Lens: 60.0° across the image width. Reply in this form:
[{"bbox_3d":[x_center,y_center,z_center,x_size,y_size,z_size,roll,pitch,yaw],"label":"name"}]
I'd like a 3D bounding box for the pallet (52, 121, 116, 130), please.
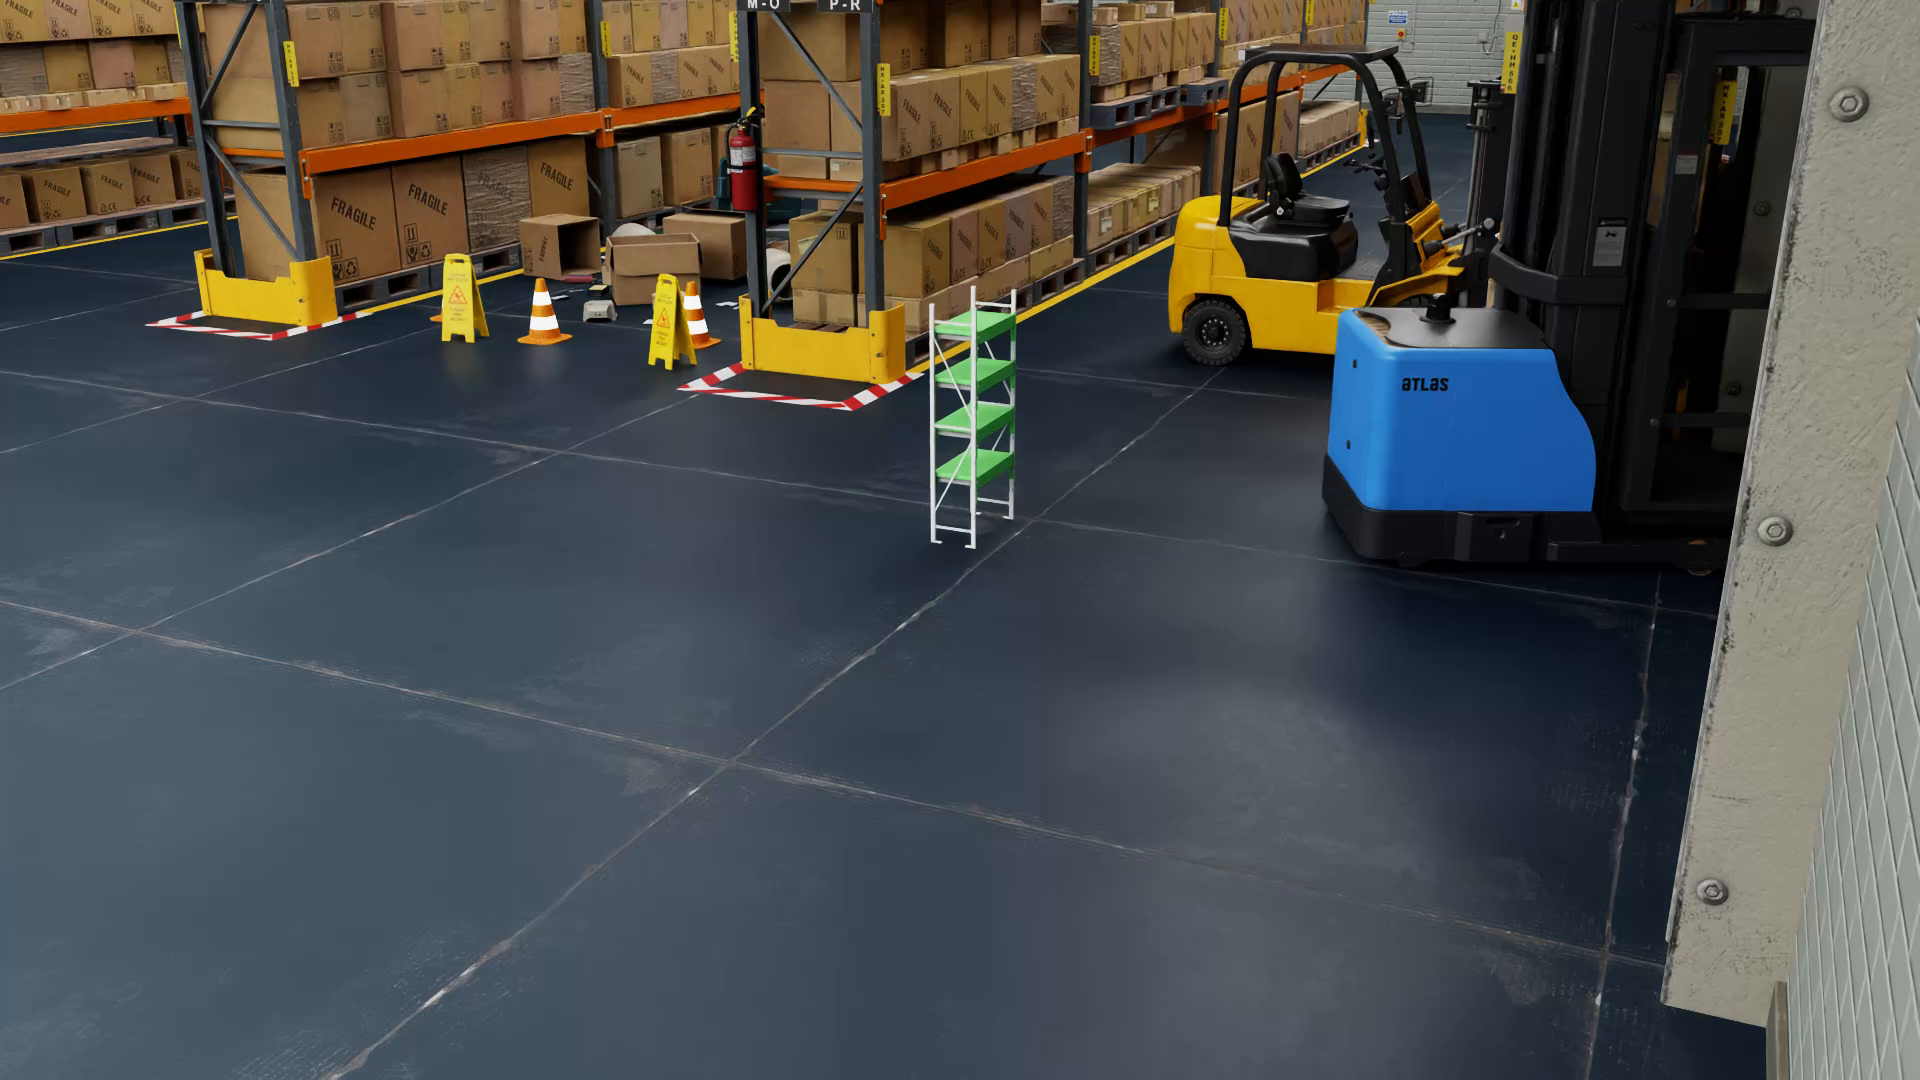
[{"bbox_3d":[-14.951,-7.022,27.763,1.003,0.211,1.213,9,21,23],"label":"pallet"}]

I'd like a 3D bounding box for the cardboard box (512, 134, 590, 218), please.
[{"bbox_3d":[-4.232,-3.461,16.132,0.875,0.875,0.875,9,21,24],"label":"cardboard box"}]

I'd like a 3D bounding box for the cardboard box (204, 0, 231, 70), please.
[{"bbox_3d":[-7.941,-5.863,18.818,1.000,1.000,1.000,9,21,23],"label":"cardboard box"}]

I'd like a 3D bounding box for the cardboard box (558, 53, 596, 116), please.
[{"bbox_3d":[-4.051,-4.403,16.013,0.875,0.550,0.550,9,21,23],"label":"cardboard box"}]

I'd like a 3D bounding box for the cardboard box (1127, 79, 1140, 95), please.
[{"bbox_3d":[1.461,-4.249,15.551,0.380,0.149,0.250,9,21,24],"label":"cardboard box"}]

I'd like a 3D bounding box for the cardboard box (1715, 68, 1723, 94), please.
[{"bbox_3d":[4.502,-2.845,10.292,0.380,0.149,0.250,8,21,21],"label":"cardboard box"}]

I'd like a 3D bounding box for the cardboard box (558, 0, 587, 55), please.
[{"bbox_3d":[-4.093,-4.918,15.850,0.875,0.550,0.550,9,21,23],"label":"cardboard box"}]

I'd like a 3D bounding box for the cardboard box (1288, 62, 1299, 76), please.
[{"bbox_3d":[3.969,-6.002,20.956,0.500,0.250,0.500,8,21,21],"label":"cardboard box"}]

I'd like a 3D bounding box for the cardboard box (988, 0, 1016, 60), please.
[{"bbox_3d":[0.039,-4.199,13.577,0.700,0.500,0.500,9,21,23],"label":"cardboard box"}]

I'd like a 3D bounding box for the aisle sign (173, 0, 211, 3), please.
[{"bbox_3d":[-5.851,-4.469,12.541,0.394,0.787,0.004,9,21,23],"label":"aisle sign"}]

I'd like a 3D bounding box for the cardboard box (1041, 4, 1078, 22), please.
[{"bbox_3d":[0.900,-4.874,15.372,0.380,0.149,0.250,8,21,21],"label":"cardboard box"}]

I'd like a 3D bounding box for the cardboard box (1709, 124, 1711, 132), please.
[{"bbox_3d":[4.188,-2.219,9.945,0.500,0.500,0.500,9,22,24],"label":"cardboard box"}]

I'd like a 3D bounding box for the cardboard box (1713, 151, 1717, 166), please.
[{"bbox_3d":[7.446,-3.861,16.849,0.380,0.149,0.250,9,22,24],"label":"cardboard box"}]

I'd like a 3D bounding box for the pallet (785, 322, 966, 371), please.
[{"bbox_3d":[-0.595,-1.529,12.316,1.003,0.211,1.213,9,21,23],"label":"pallet"}]

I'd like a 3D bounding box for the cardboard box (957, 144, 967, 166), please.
[{"bbox_3d":[-0.169,-2.837,12.208,0.380,0.149,0.250,9,22,24],"label":"cardboard box"}]

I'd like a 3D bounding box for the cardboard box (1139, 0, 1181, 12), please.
[{"bbox_3d":[2.258,-5.734,18.336,0.500,0.500,0.500,8,21,21],"label":"cardboard box"}]

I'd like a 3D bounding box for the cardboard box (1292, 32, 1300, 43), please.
[{"bbox_3d":[3.964,-6.241,20.882,0.500,0.250,0.500,9,21,23],"label":"cardboard box"}]

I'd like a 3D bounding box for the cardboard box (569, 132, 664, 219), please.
[{"bbox_3d":[-3.739,-3.787,17.234,1.050,0.750,0.750,8,21,22],"label":"cardboard box"}]

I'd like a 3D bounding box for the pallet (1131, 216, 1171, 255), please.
[{"bbox_3d":[1.462,-3.097,16.726,1.003,0.211,1.213,9,21,23],"label":"pallet"}]

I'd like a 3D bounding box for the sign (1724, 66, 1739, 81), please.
[{"bbox_3d":[5.684,-3.488,12.254,0.100,0.325,0.005,9,21,23],"label":"sign"}]

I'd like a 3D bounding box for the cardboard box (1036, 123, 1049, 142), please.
[{"bbox_3d":[0.519,-3.394,13.774,0.380,0.149,0.250,9,21,23],"label":"cardboard box"}]

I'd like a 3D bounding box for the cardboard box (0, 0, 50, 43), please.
[{"bbox_3d":[-9.144,-5.030,15.913,0.500,0.500,0.500,9,21,23],"label":"cardboard box"}]

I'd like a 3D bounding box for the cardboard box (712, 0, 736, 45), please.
[{"bbox_3d":[-2.880,-5.740,18.354,0.700,0.500,0.500,8,21,22],"label":"cardboard box"}]

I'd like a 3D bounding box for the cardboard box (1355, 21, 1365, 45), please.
[{"bbox_3d":[5.604,-7.330,24.318,0.500,0.500,0.500,9,21,23],"label":"cardboard box"}]

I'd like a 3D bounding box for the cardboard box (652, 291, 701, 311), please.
[{"bbox_3d":[-2.298,-1.910,13.481,0.250,0.149,0.380,-14,24,-33],"label":"cardboard box"}]

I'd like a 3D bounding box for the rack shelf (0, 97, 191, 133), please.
[{"bbox_3d":[-9.213,-4.208,16.762,1.077,0.370,4.000,9,21,23],"label":"rack shelf"}]

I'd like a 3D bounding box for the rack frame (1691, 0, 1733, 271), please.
[{"bbox_3d":[5.177,-3.119,12.625,1.000,3.000,0.127,9,21,23],"label":"rack frame"}]

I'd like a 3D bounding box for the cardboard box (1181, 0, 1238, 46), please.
[{"bbox_3d":[2.710,-5.657,18.120,0.500,0.500,0.500,8,21,21],"label":"cardboard box"}]

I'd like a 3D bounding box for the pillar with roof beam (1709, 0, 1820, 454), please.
[{"bbox_3d":[0.718,-5.402,10.093,9.100,9.000,0.400,9,21,23],"label":"pillar with roof beam"}]

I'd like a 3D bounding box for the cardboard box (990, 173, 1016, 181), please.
[{"bbox_3d":[0.159,-2.911,14.398,0.500,0.500,0.500,10,22,25],"label":"cardboard box"}]

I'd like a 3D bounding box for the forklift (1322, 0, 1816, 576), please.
[{"bbox_3d":[3.414,-1.391,7.868,3.031,2.935,1.130,0,20,1],"label":"forklift"}]

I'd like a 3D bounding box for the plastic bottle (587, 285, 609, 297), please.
[{"bbox_3d":[-3.099,-2.145,14.272,0.133,0.061,0.283,1,20,4],"label":"plastic bottle"}]

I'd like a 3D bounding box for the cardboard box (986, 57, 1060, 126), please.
[{"bbox_3d":[0.487,-3.658,13.547,0.500,0.500,0.500,9,22,25],"label":"cardboard box"}]

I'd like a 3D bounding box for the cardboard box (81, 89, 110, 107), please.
[{"bbox_3d":[-8.842,-4.478,16.820,0.380,0.149,0.250,9,21,23],"label":"cardboard box"}]

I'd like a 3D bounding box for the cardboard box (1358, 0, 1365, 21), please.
[{"bbox_3d":[5.580,-7.805,24.161,0.500,0.500,0.500,9,22,24],"label":"cardboard box"}]

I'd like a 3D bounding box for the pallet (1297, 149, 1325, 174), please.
[{"bbox_3d":[4.305,-5.152,22.504,1.003,0.211,1.213,9,21,23],"label":"pallet"}]

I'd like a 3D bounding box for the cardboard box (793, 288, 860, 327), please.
[{"bbox_3d":[-0.896,-1.770,12.308,0.500,0.250,0.500,8,21,22],"label":"cardboard box"}]

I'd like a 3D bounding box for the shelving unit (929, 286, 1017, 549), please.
[{"bbox_3d":[0.068,-0.616,8.273,0.258,1.200,0.503,9,21,23],"label":"shelving unit"}]

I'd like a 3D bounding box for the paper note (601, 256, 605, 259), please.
[{"bbox_3d":[-3.360,-2.719,15.930,0.147,0.020,0.142,-5,20,-15],"label":"paper note"}]

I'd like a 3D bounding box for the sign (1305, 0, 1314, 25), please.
[{"bbox_3d":[4.422,-6.681,21.031,0.100,0.325,0.005,9,21,23],"label":"sign"}]

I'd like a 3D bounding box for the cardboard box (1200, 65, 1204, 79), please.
[{"bbox_3d":[2.321,-4.877,17.316,0.380,0.149,0.250,9,21,24],"label":"cardboard box"}]

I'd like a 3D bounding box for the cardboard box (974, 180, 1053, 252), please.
[{"bbox_3d":[0.442,-2.681,13.751,0.500,0.500,0.500,9,21,24],"label":"cardboard box"}]

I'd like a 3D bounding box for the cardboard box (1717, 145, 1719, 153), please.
[{"bbox_3d":[8.310,-4.243,18.890,0.500,0.500,0.500,8,21,20],"label":"cardboard box"}]

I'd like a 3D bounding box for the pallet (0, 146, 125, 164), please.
[{"bbox_3d":[-12.129,-5.144,22.481,1.003,0.211,1.213,9,21,23],"label":"pallet"}]

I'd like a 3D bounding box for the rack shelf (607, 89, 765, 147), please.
[{"bbox_3d":[-3.092,-4.719,18.199,1.077,0.370,4.000,9,21,23],"label":"rack shelf"}]

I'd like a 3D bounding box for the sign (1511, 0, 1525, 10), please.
[{"bbox_3d":[9.739,-9.321,28.832,0.339,0.242,0.001,9,21,23],"label":"sign"}]

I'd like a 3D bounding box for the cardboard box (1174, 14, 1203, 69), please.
[{"bbox_3d":[2.150,-5.070,16.891,0.500,0.500,0.500,8,21,22],"label":"cardboard box"}]

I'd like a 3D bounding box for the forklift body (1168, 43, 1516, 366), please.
[{"bbox_3d":[2.651,-2.326,11.663,2.313,2.155,1.214,9,21,23],"label":"forklift body"}]

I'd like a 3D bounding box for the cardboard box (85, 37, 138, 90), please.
[{"bbox_3d":[-8.985,-4.902,17.046,0.875,0.500,0.500,9,21,23],"label":"cardboard box"}]

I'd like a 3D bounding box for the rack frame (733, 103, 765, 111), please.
[{"bbox_3d":[-2.273,-5.670,19.798,1.000,3.000,0.127,9,21,23],"label":"rack frame"}]

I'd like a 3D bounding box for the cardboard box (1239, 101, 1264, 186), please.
[{"bbox_3d":[3.012,-4.690,19.587,0.875,0.875,0.875,9,21,23],"label":"cardboard box"}]
